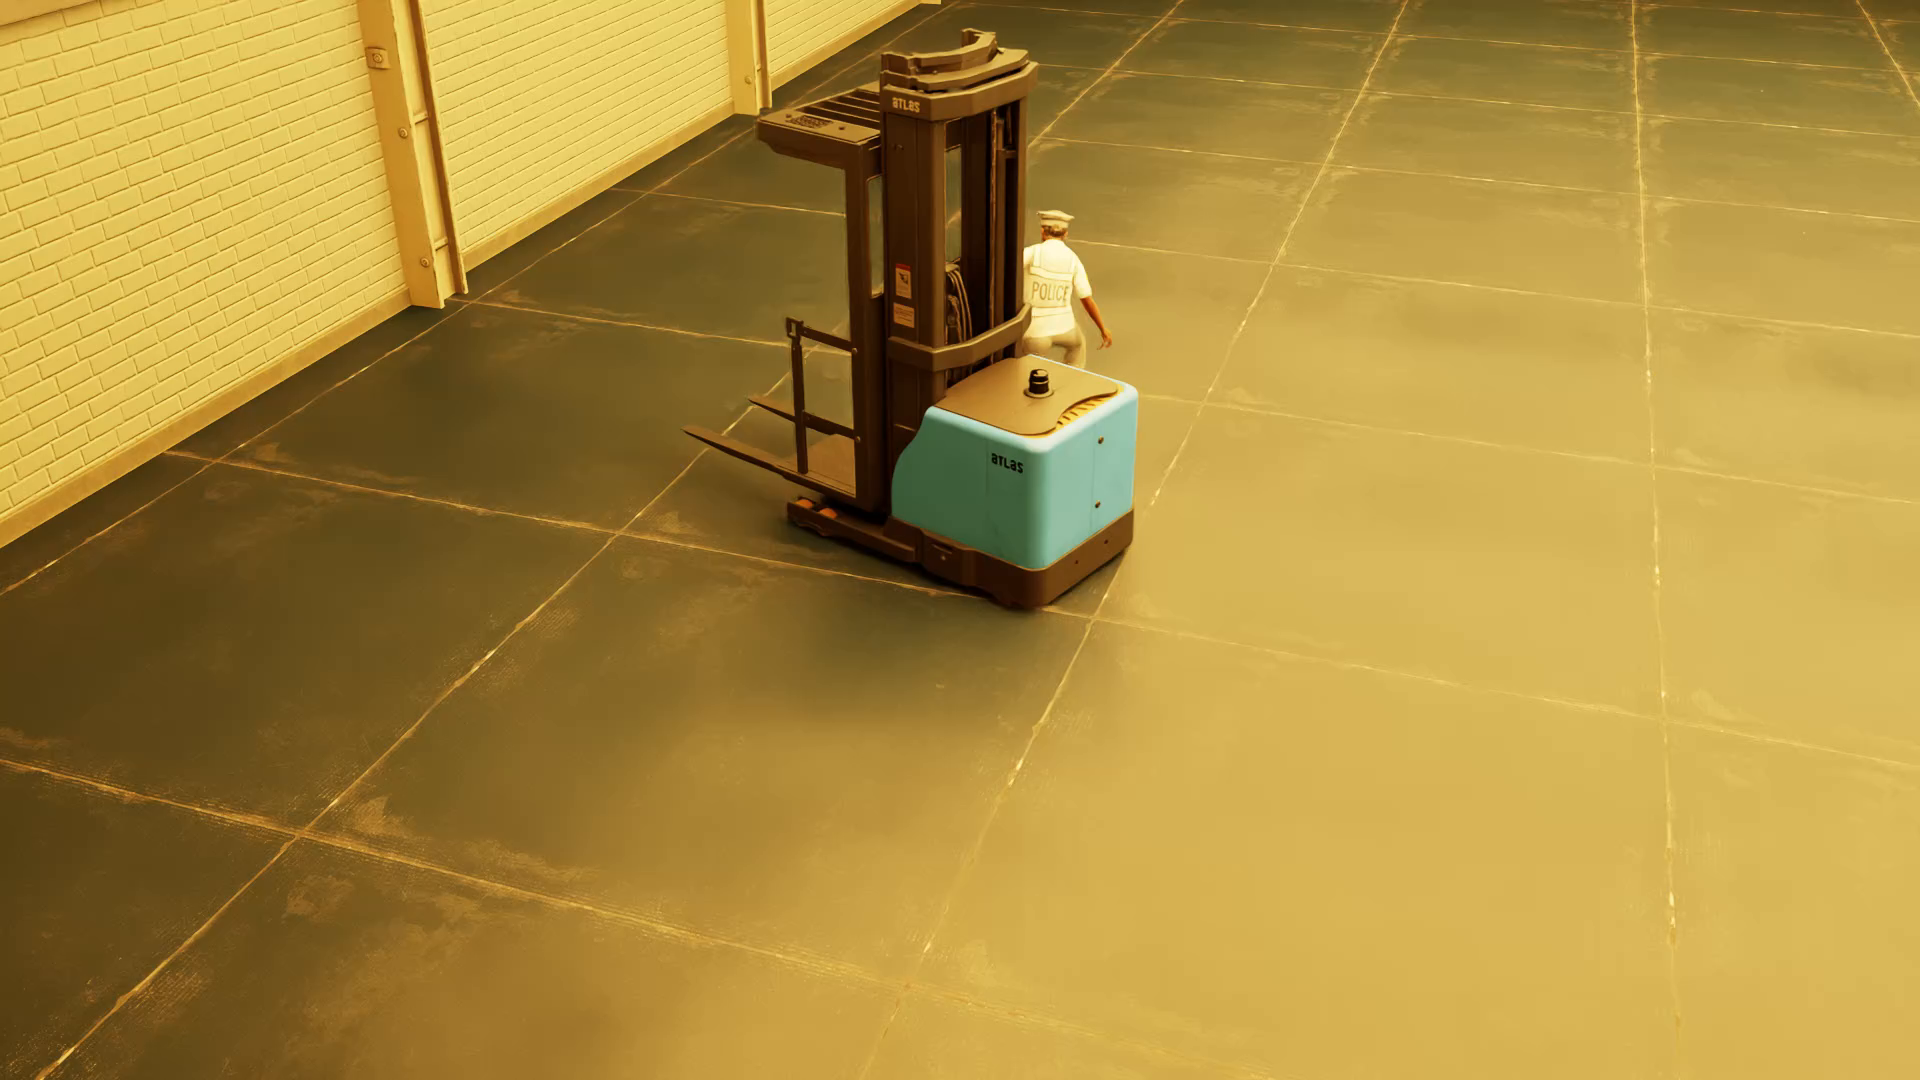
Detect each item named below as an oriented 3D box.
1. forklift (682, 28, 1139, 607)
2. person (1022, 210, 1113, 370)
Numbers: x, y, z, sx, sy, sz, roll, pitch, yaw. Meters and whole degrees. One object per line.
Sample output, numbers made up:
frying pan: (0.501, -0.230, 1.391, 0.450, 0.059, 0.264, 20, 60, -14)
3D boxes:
forklift: (-0.438, -1.481, 9.734, 3.031, 2.935, 1.130, 21, 36, 32)
person: (0.490, -1.349, 11.002, 1.080, 1.569, 0.560, -10, 31, -16)
